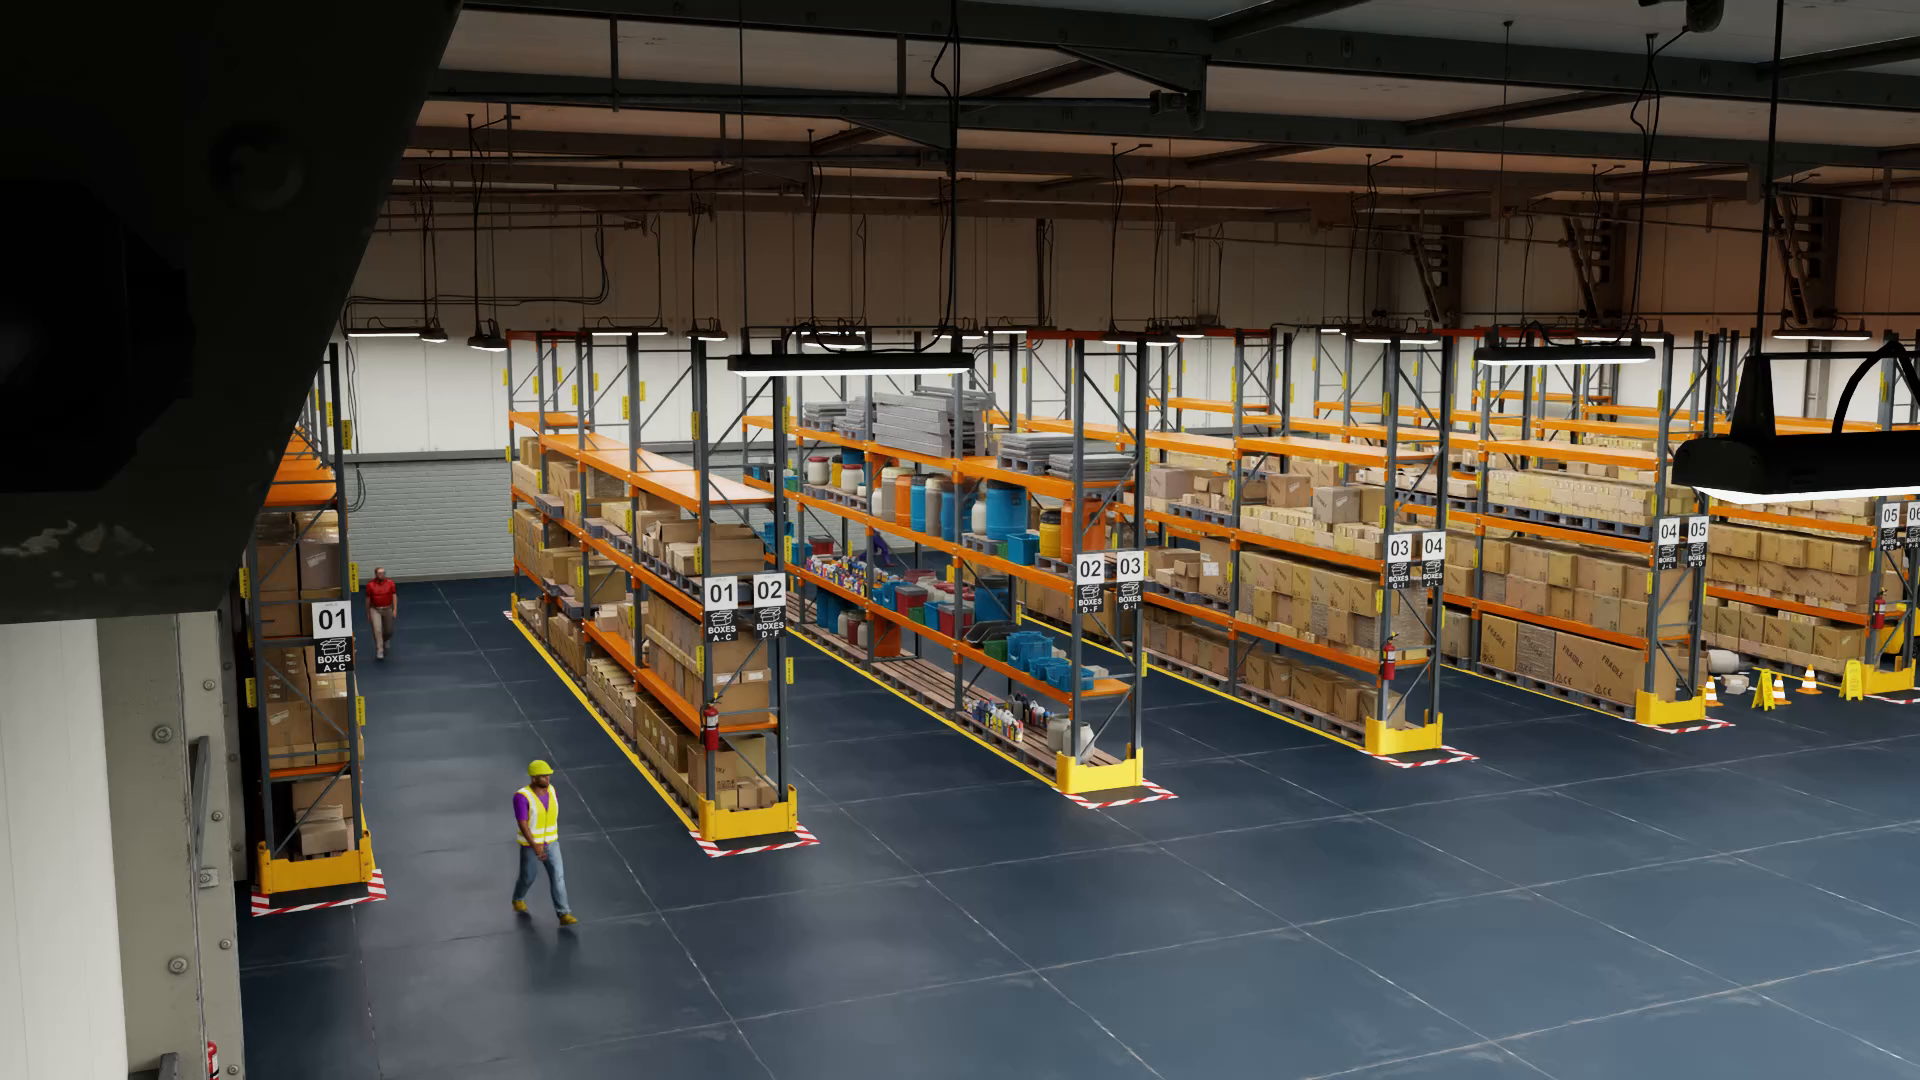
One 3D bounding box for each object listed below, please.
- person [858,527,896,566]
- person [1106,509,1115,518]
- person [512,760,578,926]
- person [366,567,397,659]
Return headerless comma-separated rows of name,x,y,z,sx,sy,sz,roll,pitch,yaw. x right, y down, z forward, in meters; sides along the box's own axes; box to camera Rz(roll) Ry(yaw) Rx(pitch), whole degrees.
person,-2.116,-0.110,41.758,1.037,1.528,0.465,1,8,4
person,4.098,-0.513,44.336,1.001,1.628,0.430,-7,10,-40
person,-4.341,3.141,17.324,0.547,1.690,1.105,-7,10,-41
person,-10.719,1.303,30.811,0.547,1.674,0.971,-4,9,-26
